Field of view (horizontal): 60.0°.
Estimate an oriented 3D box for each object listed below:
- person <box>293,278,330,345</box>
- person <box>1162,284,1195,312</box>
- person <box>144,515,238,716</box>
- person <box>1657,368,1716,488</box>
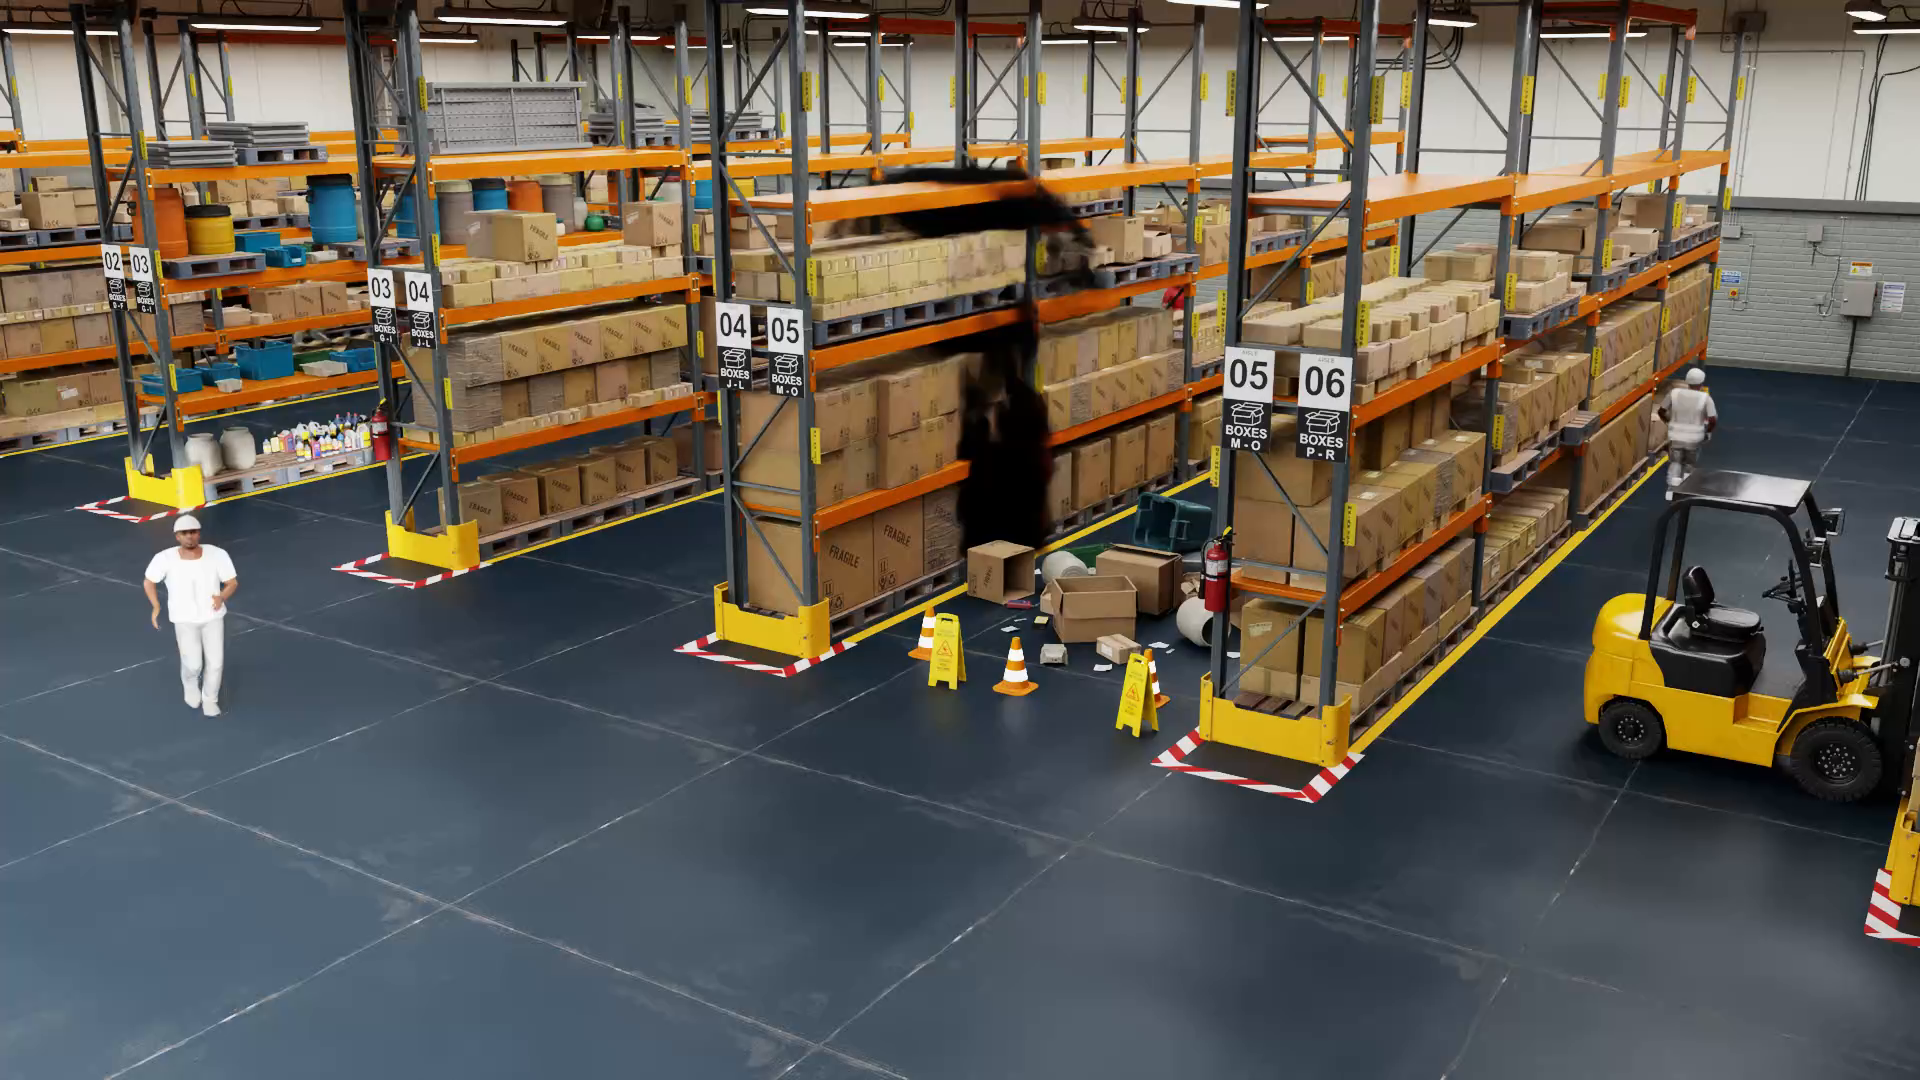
[{"bbox_3d":[-12.139,-4.197,30.865,0.659,1.770,1.004,7,17,25],"label":"person"},{"bbox_3d":[4.050,-4.059,30.679,0.674,1.706,0.763,-3,16,-11],"label":"person"},{"bbox_3d":[-6.269,0.646,13.668,0.691,1.722,0.590,-9,18,-29],"label":"person"},{"bbox_3d":[8.871,-1.237,20.350,0.676,1.752,0.648,11,19,33],"label":"person"}]
